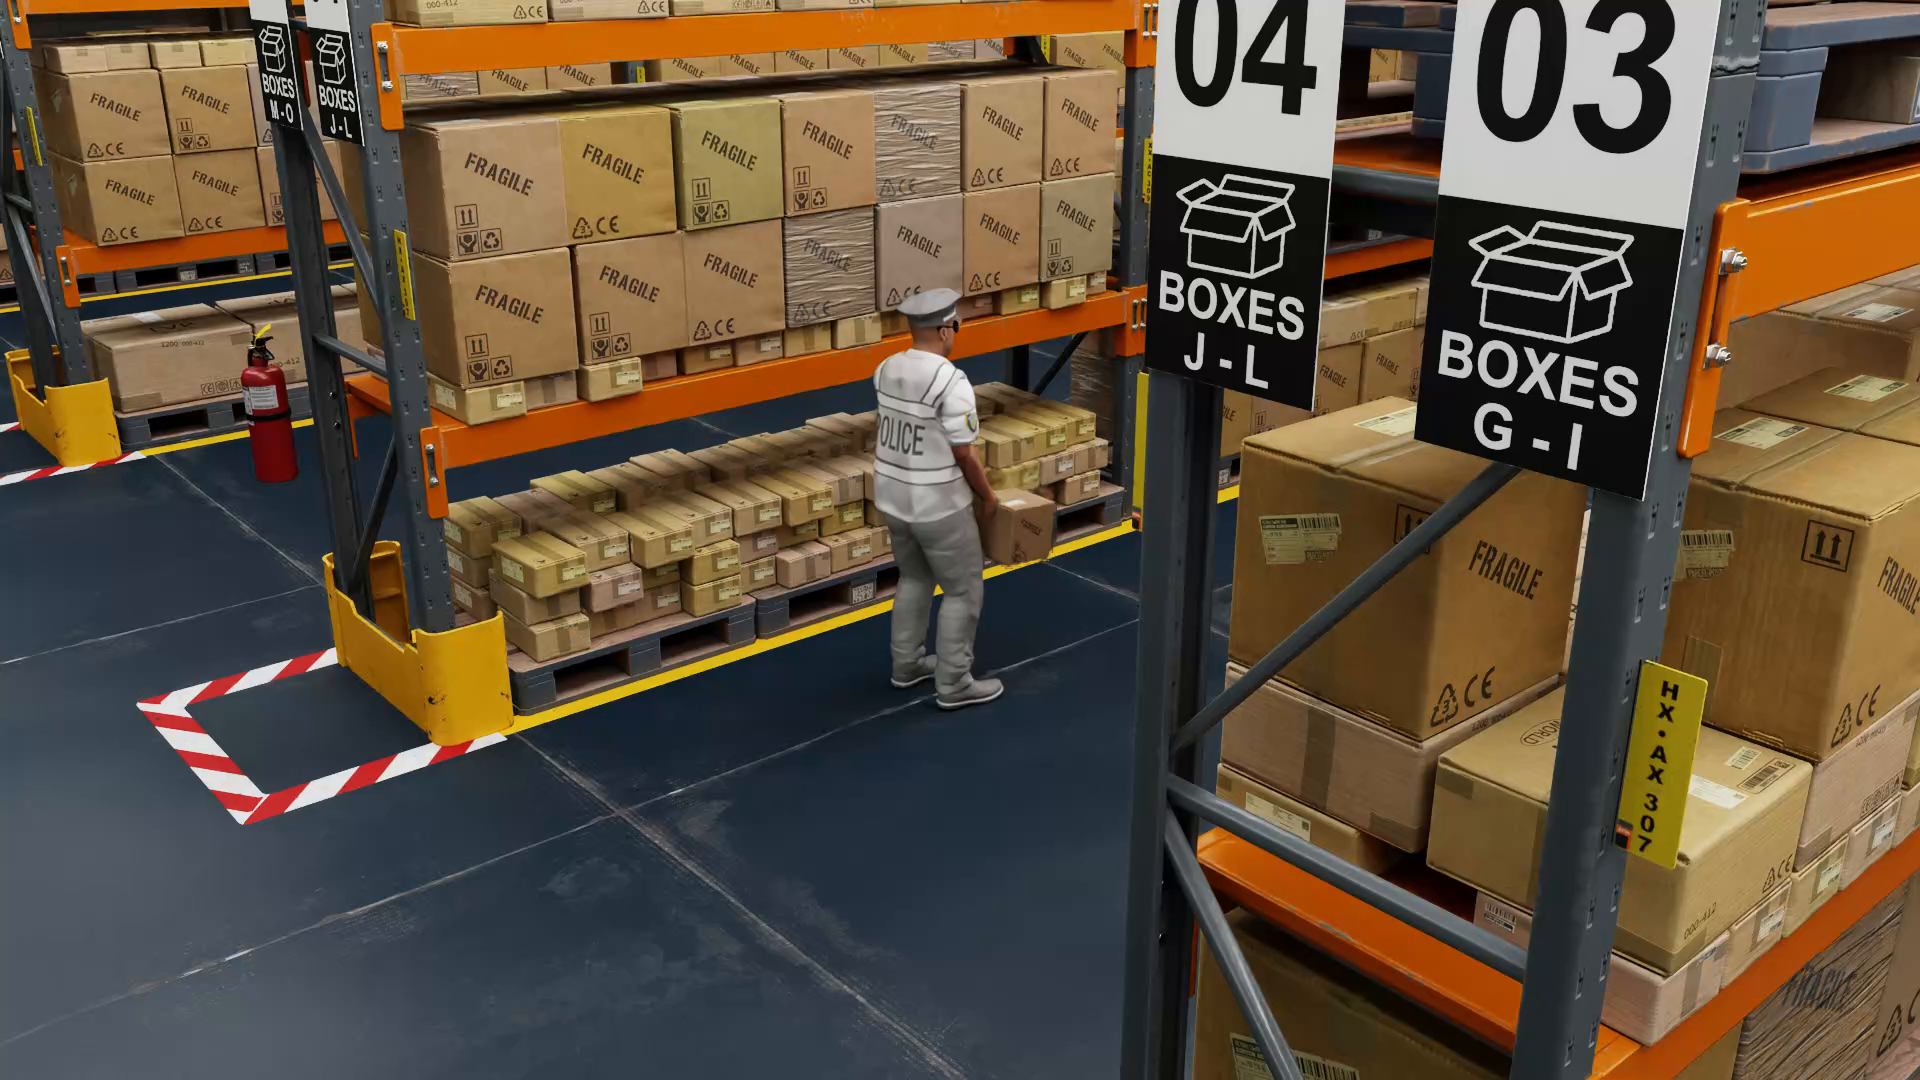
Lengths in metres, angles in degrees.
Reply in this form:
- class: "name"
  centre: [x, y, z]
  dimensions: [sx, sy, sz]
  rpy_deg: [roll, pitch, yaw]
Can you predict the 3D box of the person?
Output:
- class: "person"
  centre: [-0.112, -0.171, 6.995]
  dimensions: [0.456, 1.765, 0.542]
  rpy_deg: [-18, 27, -40]
